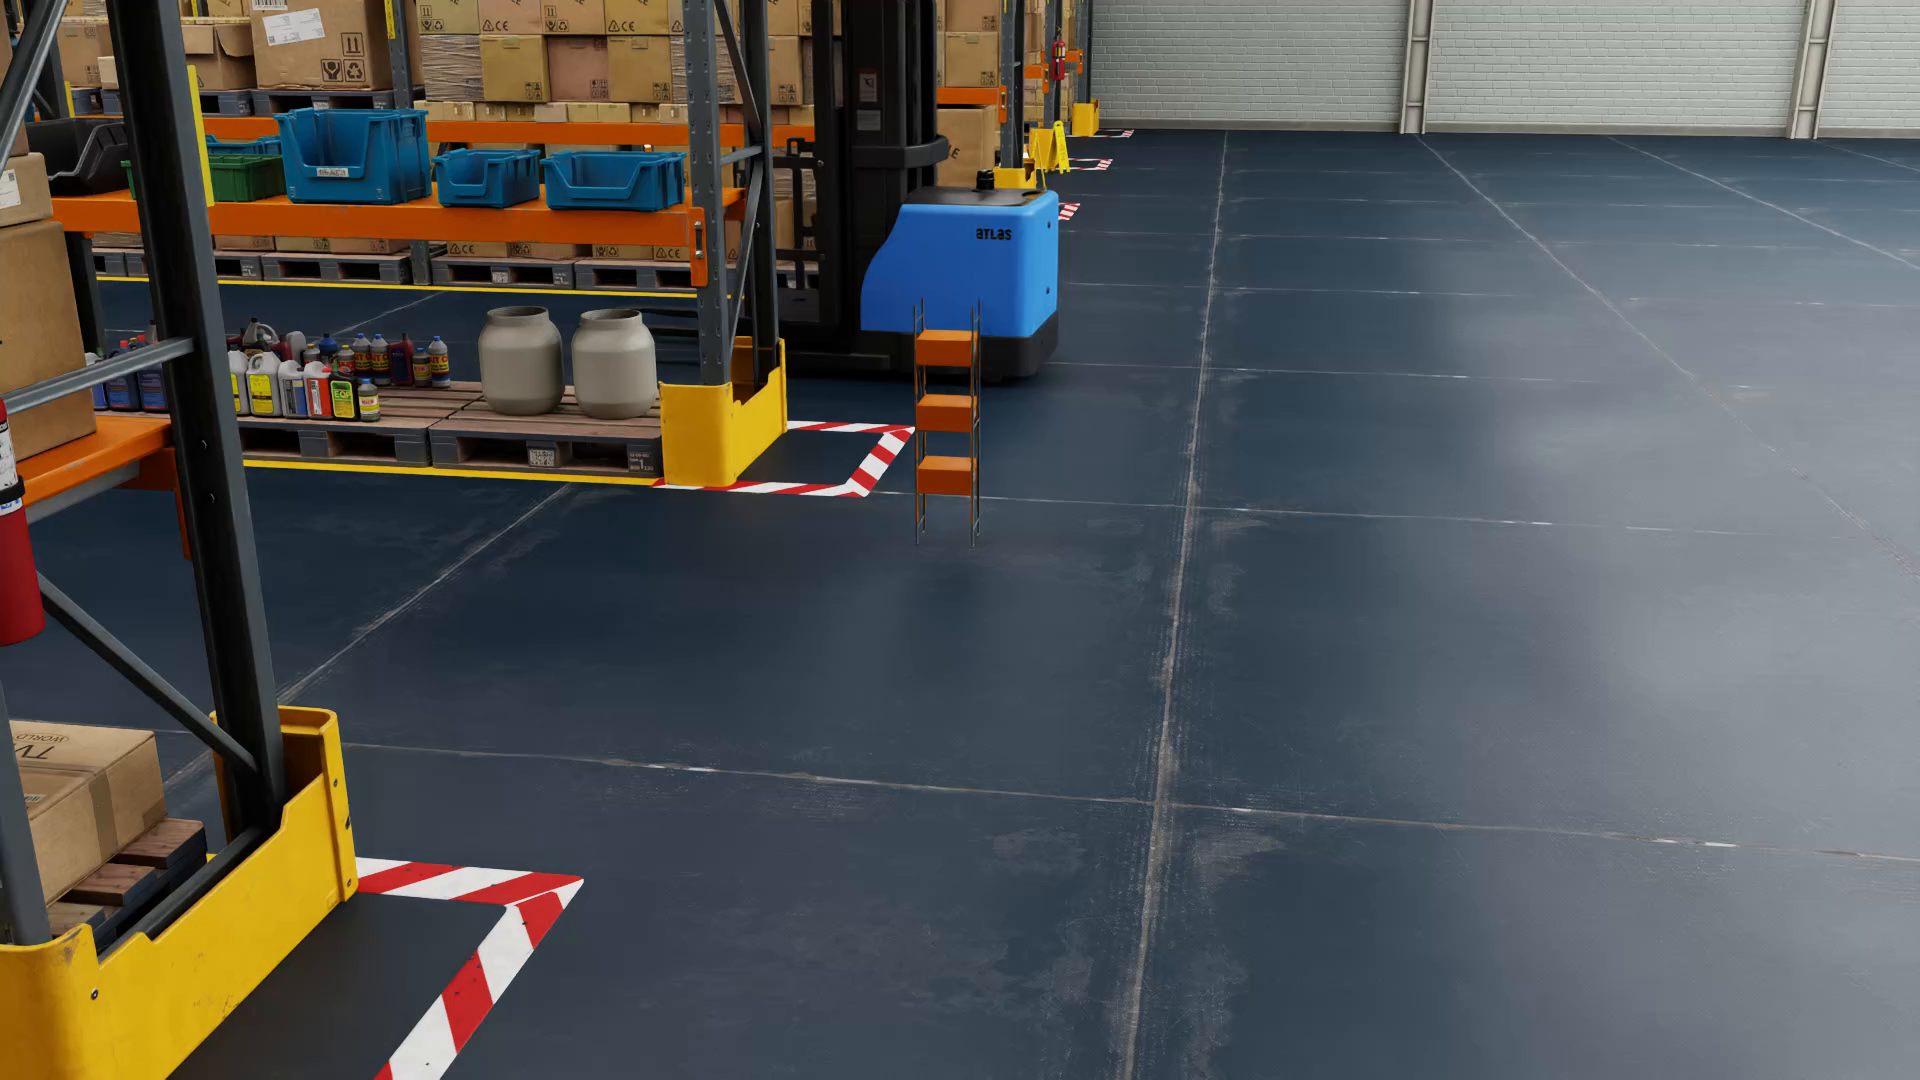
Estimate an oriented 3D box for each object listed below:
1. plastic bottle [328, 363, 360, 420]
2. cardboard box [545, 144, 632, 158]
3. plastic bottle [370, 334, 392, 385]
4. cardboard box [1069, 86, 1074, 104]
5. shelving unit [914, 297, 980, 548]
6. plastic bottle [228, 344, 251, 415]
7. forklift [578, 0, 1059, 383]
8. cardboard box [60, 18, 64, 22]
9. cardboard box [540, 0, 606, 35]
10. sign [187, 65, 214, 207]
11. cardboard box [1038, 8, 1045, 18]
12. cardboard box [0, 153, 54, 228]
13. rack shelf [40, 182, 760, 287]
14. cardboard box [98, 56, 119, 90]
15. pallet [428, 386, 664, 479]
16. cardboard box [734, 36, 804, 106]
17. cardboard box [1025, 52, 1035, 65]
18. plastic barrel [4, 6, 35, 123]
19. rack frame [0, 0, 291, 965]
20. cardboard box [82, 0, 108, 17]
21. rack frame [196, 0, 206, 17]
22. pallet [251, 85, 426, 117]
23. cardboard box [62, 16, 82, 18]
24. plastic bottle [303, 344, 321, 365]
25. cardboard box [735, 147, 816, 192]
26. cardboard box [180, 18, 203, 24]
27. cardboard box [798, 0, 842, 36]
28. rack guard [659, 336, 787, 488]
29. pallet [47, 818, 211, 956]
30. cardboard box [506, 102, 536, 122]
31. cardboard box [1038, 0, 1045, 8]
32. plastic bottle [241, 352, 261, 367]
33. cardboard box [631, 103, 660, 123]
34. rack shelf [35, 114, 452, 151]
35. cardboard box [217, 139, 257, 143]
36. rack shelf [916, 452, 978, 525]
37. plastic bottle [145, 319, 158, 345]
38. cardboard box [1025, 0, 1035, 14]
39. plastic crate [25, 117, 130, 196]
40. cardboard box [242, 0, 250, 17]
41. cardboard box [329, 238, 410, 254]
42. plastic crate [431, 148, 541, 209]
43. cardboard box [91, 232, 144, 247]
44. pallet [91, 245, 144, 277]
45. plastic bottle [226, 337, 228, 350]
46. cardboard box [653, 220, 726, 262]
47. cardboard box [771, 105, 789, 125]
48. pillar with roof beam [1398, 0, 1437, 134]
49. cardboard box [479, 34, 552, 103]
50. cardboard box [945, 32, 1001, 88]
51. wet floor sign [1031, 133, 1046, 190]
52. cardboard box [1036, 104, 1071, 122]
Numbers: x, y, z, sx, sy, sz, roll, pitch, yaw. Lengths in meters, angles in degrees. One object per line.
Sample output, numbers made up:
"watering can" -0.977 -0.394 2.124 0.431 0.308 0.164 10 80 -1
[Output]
"plastic bottle" -3.115 -0.752 8.412 0.133 0.283 0.061 3 19 10
"cardboard box" -4.019 -4.314 18.352 0.750 0.750 1.050 3 19 8
"plastic bottle" -3.193 -0.998 9.164 0.097 0.271 0.097 0 18 0
"cardboard box" 1.595 -7.309 27.305 0.500 0.250 0.500 3 19 10
"shelving unit" -0.053 -0.501 7.145 0.252 1.050 0.215 3 19 9
"plastic bottle" -3.726 -0.829 8.535 0.185 0.351 0.144 3 19 8
"forklift" -0.930 -2.569 10.361 3.031 2.935 1.130 4 19 13
"cardboard box" -9.947 -5.728 18.490 0.250 0.149 0.380 3 19 8
"cardboard box" -2.887 -4.140 12.747 0.500 0.500 0.500 3 19 9
"sign" -1.810 -0.947 3.916 0.005 0.325 0.100 3 19 9
"cardboard box" 1.383 -8.377 26.431 0.250 0.149 0.380 3 19 10
"cardboard box" -2.257 -0.767 3.689 0.250 0.149 0.380 3 19 8
"rack shelf" -3.089 -1.636 8.600 4.000 0.370 1.077 3 19 9
"cardboard box" -6.609 -3.803 13.515 0.500 0.250 0.500 2 19 7
"pallet" -1.998 -0.586 8.722 1.213 0.211 1.003 3 19 9
"cardboard box" -1.380 -3.641 12.831 0.500 0.500 0.875 3 19 9
"cardboard box" 0.840 -6.366 21.997 0.250 0.149 0.380 4 19 10
"plastic barrel" -5.397 -2.430 9.049 0.708 0.901 0.600 3 19 9
"rack frame" -1.904 -0.325 3.547 0.127 3.000 1.000 3 19 9
"cardboard box" -12.118 -7.647 23.696 0.500 0.500 0.500 3 19 9
"rack frame" -10.605 -7.137 23.906 0.127 3.000 1.000 3 19 9
"pallet" -5.010 -3.623 13.706 1.213 0.211 1.003 3 19 9
"cardboard box" -10.343 -5.957 19.177 0.250 0.149 0.380 2 19 7
"plastic bottle" -3.593 -0.985 9.236 0.097 0.201 0.097 0 18 0
"cardboard box" -1.891 -4.272 18.031 0.875 0.875 0.875 3 19 9
"cardboard box" -8.404 -5.650 18.257 0.250 0.149 0.380 4 19 10
"cardboard box" -0.911 -4.041 12.452 0.500 0.500 0.500 3 19 9
"rack guard" -1.197 -0.680 8.549 0.348 0.500 1.175 3 19 9
"pallet" -2.665 0.972 4.066 1.213 0.211 1.003 3 19 9
"cardboard box" -3.369 -3.375 13.060 0.250 0.149 0.380 3 19 9
"cardboard box" 1.391 -8.539 26.448 0.250 0.149 0.380 3 19 9
"plastic bottle" -3.728 -0.841 8.689 0.135 0.276 0.152 3 19 9
"cardboard box" -2.376 -3.336 12.942 0.250 0.149 0.380 3 19 9
"rack shelf" -6.253 -3.389 13.839 4.000 0.370 1.077 3 19 9
"cardboard box" -8.032 -4.345 18.839 0.500 0.500 0.500 3 19 8
"rack shelf" -0.053 -0.227 7.236 0.240 0.259 0.215 3 19 9
"plastic bottle" -4.405 -1.043 9.175 0.185 0.351 0.144 3 19 9
"cardboard box" 0.704 -7.153 21.752 0.500 0.500 0.700 2 19 7
"plastic crate" -4.567 -1.982 8.598 0.504 0.338 0.767 3 19 9
"cardboard box" -9.709 -7.530 23.346 0.500 0.500 0.500 3 19 8
"cardboard box" -4.881 -2.691 13.863 0.500 0.500 0.700 1 19 4
"plastic crate" -2.296 -1.772 8.107 0.408 0.251 0.499 3 19 9
"cardboard box" -7.013 -2.803 14.199 0.500 0.500 0.700 1 19 4
"pallet" -7.456 -2.469 14.349 1.213 0.211 1.003 3 19 9
"plastic bottle" -4.193 -1.079 9.281 0.185 0.351 0.144 2 19 6
"cardboard box" -2.153 -2.536 13.432 0.500 0.500 0.500 5 19 14
"cardboard box" -1.389 -3.286 12.791 0.250 0.149 0.380 3 19 9
"pillar with roof beam" 6.723 -9.600 21.813 0.400 9.000 9.100 3 19 9
"cardboard box" -3.356 -3.740 13.127 0.500 0.500 0.875 3 19 9
"cardboard box" 0.184 -5.053 17.441 0.550 0.550 0.875 3 19 9
"wet floor sign" 0.900 -4.480 19.674 0.232 0.644 0.267 0 19 -1
"cardboard box" 1.513 -6.908 26.894 0.500 0.250 0.500 3 19 9
